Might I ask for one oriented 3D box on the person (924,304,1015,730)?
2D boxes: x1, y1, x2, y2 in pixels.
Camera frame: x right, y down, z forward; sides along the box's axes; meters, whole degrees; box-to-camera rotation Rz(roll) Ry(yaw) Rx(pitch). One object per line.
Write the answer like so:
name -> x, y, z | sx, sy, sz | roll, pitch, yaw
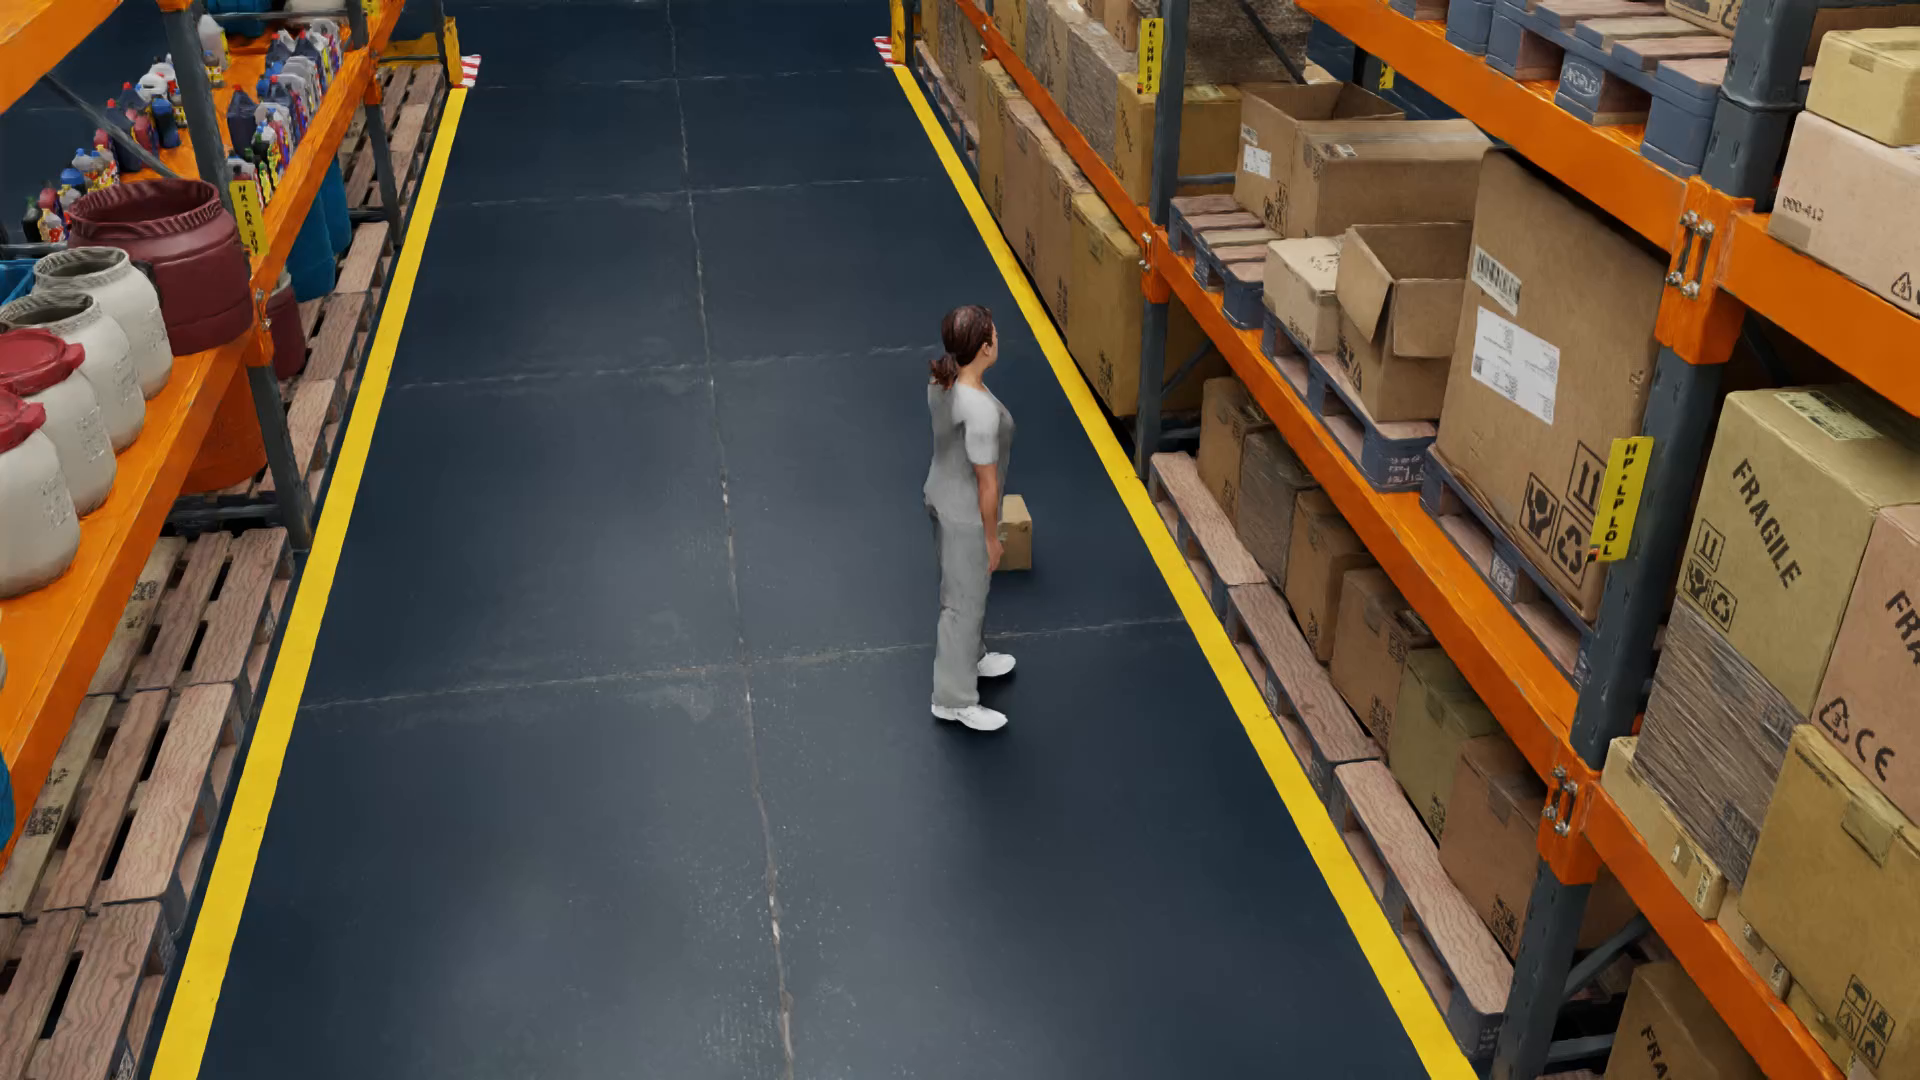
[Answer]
person -> 0.051, -0.111, 6.285 | 0.441, 1.673, 0.583 | -12, 33, -19
